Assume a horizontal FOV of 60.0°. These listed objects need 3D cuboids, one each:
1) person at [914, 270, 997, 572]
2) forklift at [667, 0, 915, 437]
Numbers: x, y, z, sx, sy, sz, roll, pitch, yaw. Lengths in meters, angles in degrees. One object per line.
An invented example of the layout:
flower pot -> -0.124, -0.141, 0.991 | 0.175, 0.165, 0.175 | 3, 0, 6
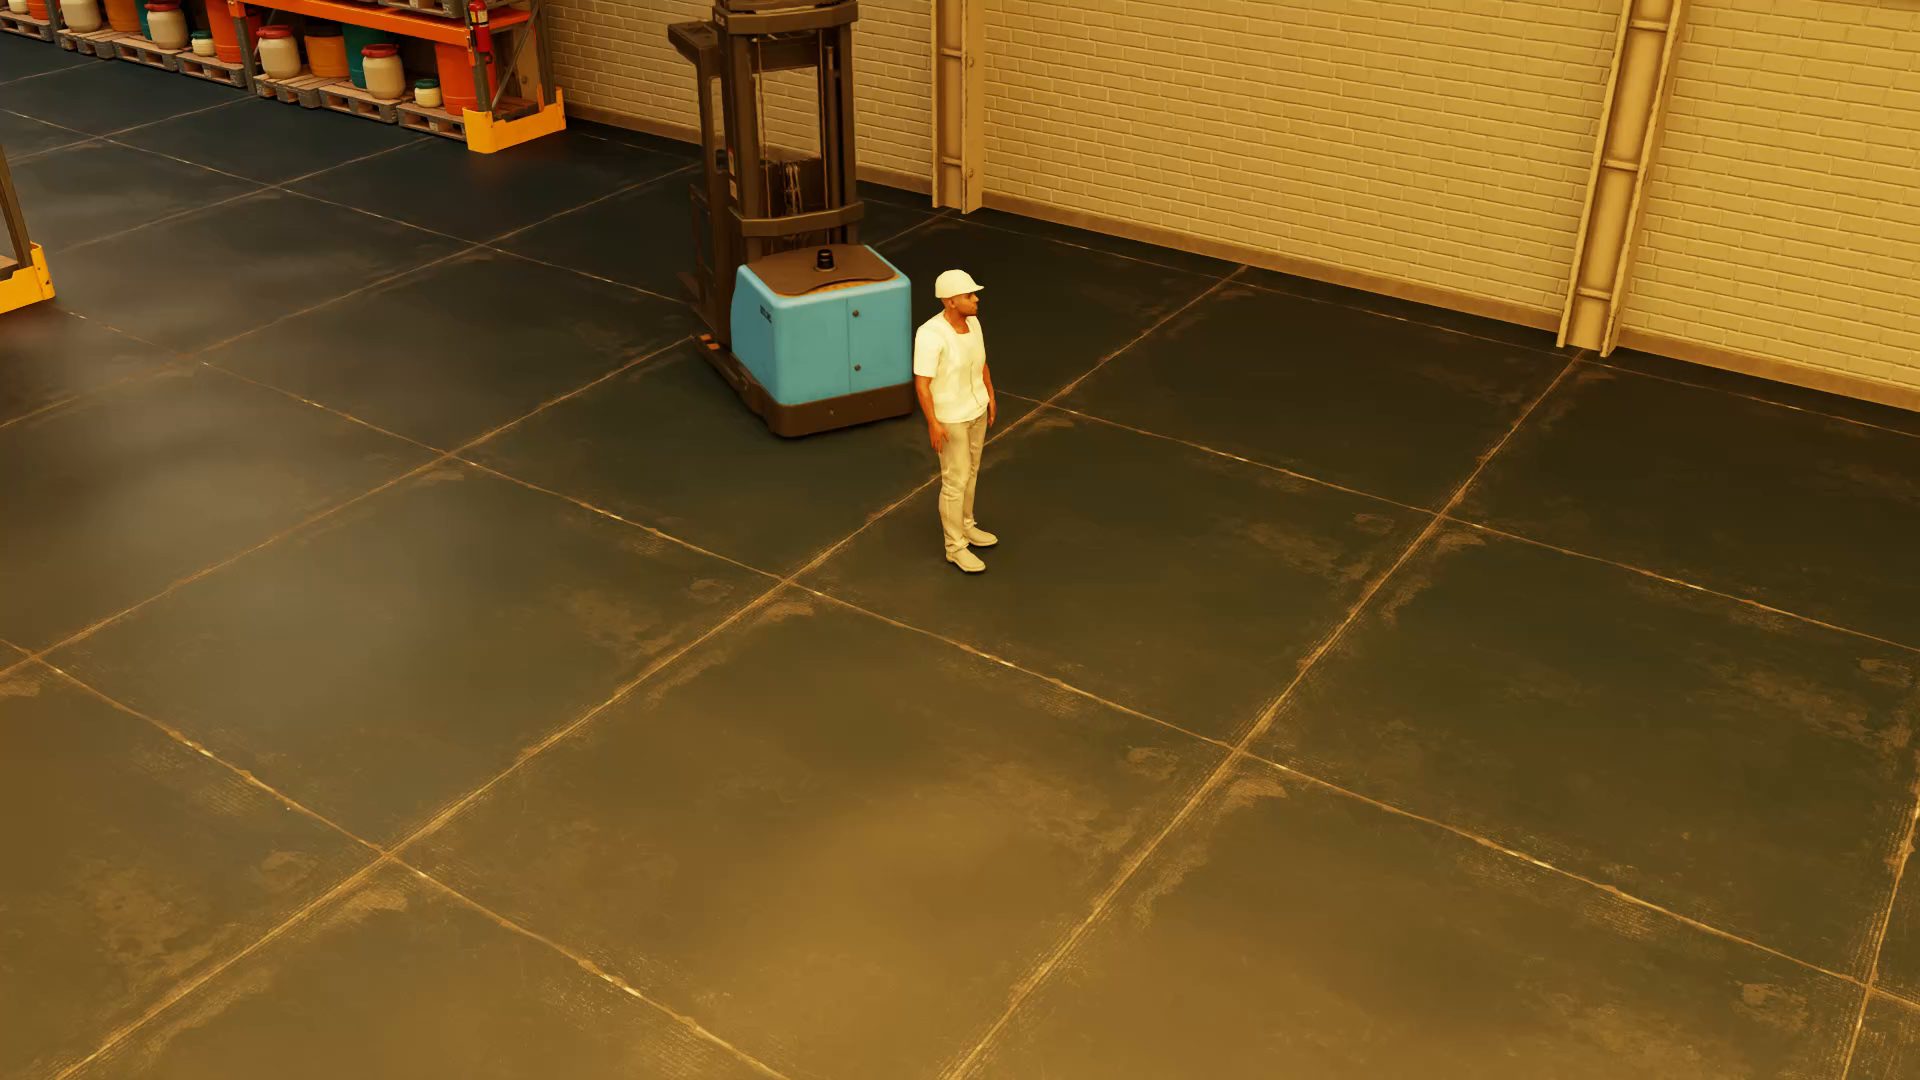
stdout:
person -> 0.055, -0.748, 10.016 | 0.575, 1.768, 0.666 | 19, 35, 29
forklift -> -1.415, -2.703, 12.235 | 1.130, 2.935, 3.031 | -14, 33, -22
